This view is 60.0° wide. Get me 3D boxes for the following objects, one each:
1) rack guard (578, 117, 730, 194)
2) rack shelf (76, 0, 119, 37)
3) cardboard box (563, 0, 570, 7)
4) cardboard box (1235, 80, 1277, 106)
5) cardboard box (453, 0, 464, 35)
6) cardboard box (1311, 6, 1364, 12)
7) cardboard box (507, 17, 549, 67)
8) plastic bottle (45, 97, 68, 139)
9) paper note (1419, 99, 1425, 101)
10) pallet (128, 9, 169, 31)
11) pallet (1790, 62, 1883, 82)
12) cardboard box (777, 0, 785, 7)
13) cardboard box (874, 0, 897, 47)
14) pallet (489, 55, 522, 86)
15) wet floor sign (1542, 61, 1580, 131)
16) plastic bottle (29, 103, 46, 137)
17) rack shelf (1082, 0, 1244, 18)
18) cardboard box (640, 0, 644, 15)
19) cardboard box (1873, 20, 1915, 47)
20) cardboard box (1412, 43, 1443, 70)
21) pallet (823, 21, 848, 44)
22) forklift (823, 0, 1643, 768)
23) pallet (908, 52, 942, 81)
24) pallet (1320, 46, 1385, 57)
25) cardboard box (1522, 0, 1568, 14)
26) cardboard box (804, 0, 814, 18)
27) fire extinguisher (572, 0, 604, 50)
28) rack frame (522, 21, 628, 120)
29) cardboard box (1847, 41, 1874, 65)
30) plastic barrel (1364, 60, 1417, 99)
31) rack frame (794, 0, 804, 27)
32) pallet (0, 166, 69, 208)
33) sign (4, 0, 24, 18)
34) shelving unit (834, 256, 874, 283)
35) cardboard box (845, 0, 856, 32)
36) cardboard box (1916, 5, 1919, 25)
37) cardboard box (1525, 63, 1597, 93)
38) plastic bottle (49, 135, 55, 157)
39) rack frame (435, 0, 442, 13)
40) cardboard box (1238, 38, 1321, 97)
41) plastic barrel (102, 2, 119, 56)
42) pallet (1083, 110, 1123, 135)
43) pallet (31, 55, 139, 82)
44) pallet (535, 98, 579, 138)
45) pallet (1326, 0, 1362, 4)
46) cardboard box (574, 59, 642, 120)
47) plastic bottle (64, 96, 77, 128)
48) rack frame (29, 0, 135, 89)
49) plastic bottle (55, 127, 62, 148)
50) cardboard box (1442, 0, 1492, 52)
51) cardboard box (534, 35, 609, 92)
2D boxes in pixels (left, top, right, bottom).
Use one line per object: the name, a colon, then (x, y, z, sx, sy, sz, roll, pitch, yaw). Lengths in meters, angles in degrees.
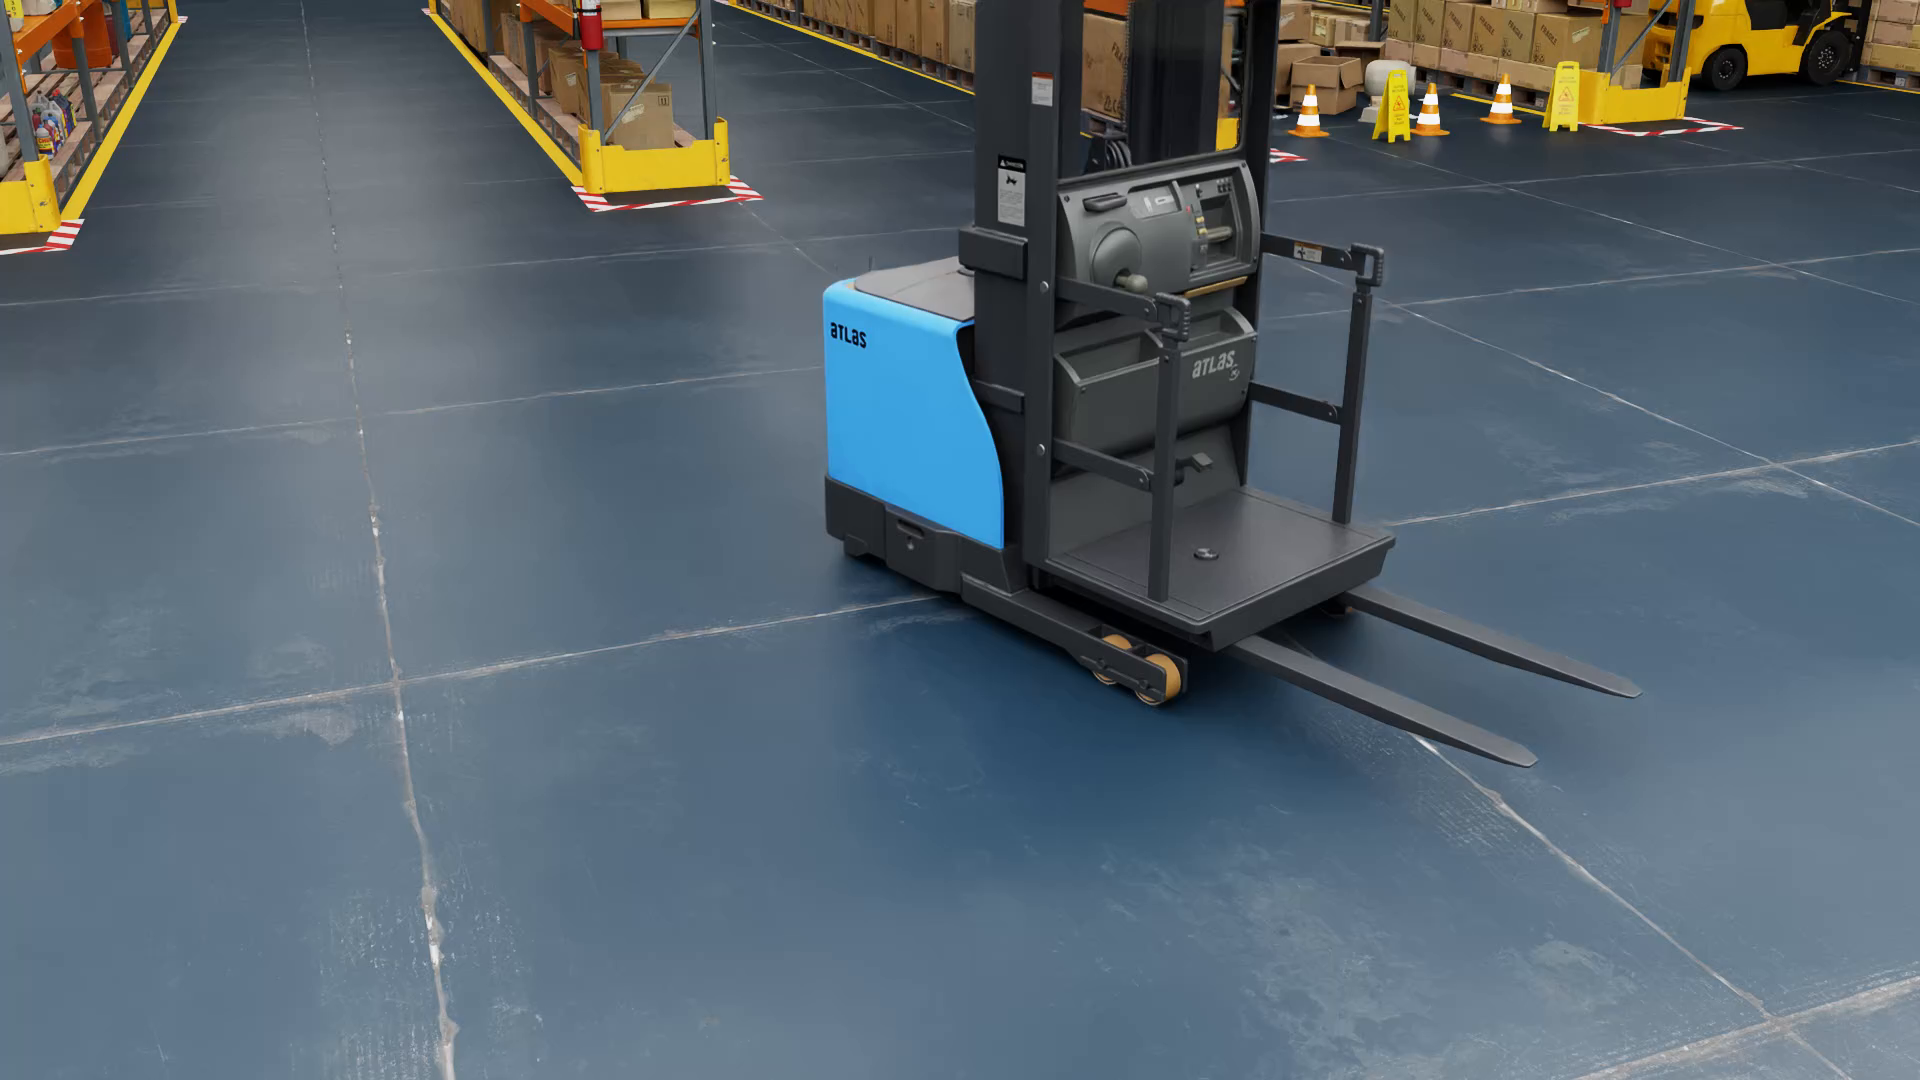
rack guard: (-2.486, -3.142, 13.562, 1.175, 0.500, 0.348, -8, 24, -19)
rack shelf: (-9.212, -5.436, 16.711, 1.077, 0.370, 4.000, -8, 24, -19)
cardboard box: (-3.210, -4.678, 14.311, 0.380, 0.149, 0.250, -8, 24, -19)
cardboard box: (3.134, -4.732, 17.636, 0.396, 0.266, 0.258, -4, 23, -10)
cardboard box: (-6.137, -7.287, 22.372, 1.225, 0.875, 0.875, -9, 25, -21)
cardboard box: (4.707, -6.766, 21.783, 0.950, 0.372, 0.625, -8, 24, -17)
cardboard box: (-4.822, -5.784, 19.263, 0.700, 0.500, 0.500, -10, 25, -23)
plastic bottle: (-7.827, -3.641, 14.371, 0.144, 0.351, 0.185, -8, 24, -19)
paper note: (5.075, -4.797, 18.091, 0.142, 0.019, 0.148, -18, 29, -37)
pallet: (-12.490, -7.811, 25.010, 1.003, 0.211, 1.213, -8, 24, -19)
pallet: (10.718, -5.739, 20.093, 1.003, 0.211, 1.213, -8, 24, -19)
cardboard box: (-2.647, -8.439, 26.041, 0.380, 0.149, 0.250, -9, 25, -21)
cardboard box: (-0.478, -6.741, 21.236, 1.050, 0.750, 0.750, -9, 24, -20)
pallet: (-5.011, -5.604, 19.775, 1.003, 0.211, 1.213, -8, 24, -19)
wet floor sign: (5.878, -4.326, 16.182, 0.267, 0.644, 0.232, 0, 23, -1)
plastic bottle: (-8.071, -3.695, 14.594, 0.152, 0.276, 0.135, -8, 24, -19)
rack shelf: (1.510, -5.306, 16.402, 1.077, 0.370, 4.000, -8, 24, -19)
cardboard box: (-2.407, -4.381, 13.605, 0.380, 0.149, 0.250, -8, 24, -19)
cardboard box: (10.823, -5.783, 18.965, 0.500, 0.250, 0.500, -9, 24, -20)
cardboard box: (5.554, -5.562, 19.085, 0.500, 0.250, 0.500, -7, 24, -16)
pallet: (-1.311, -7.259, 23.701, 1.003, 0.211, 1.213, -8, 24, -19)
forklift: (0.825, -1.031, 5.423, 1.130, 2.935, 3.031, -19, 30, -38)
pallet: (0.026, -5.793, 20.223, 1.003, 0.211, 1.213, -8, 24, -19)
pallet: (5.122, -6.078, 20.898, 1.003, 0.211, 1.213, -8, 24, -19)
cardboard box: (6.092, -5.577, 17.318, 0.380, 0.149, 0.250, -8, 24, -17)
cardboard box: (-2.010, -8.007, 24.564, 0.500, 0.500, 0.500, -7, 24, -17)
fire extinguisher: (-2.850, -4.126, 12.777, 0.296, 0.674, 0.183, -8, 24, -19)
rack frame: (-3.872, -5.720, 16.459, 1.000, 3.000, 0.127, -8, 24, -19)
cardboard box: (10.658, -5.728, 19.477, 0.500, 0.250, 0.500, -8, 24, -18)
plastic barrel: (4.666, -4.982, 18.025, 0.512, 0.421, 0.421, 8, 24, 18)
rack frame: (-2.022, -9.271, 24.884, 1.000, 3.000, 0.127, -8, 24, -19)
pallet: (-7.446, -2.619, 12.693, 1.003, 0.211, 1.213, -8, 24, -19)
sign: (-6.577, -3.789, 11.520, 0.100, 0.325, 0.005, -8, 24, -19)
shelving unit: (-0.348, -0.613, 6.854, 0.215, 1.050, 0.252, -19, 30, -38)
cardboard box: (-1.266, -7.251, 22.770, 0.500, 0.500, 0.500, -7, 24, -17)
cardboard box: (11.000, -5.821, 18.410, 0.500, 0.250, 0.500, -8, 24, -17)
cardboard box: (6.266, -4.818, 17.320, 0.500, 0.250, 0.500, -8, 24, -19)
plastic bottle: (-7.478, -3.240, 13.610, 0.097, 0.201, 0.097, 0, 23, 0)
rack frame: (-8.111, -10.080, 26.804, 1.000, 3.000, 0.127, -8, 24, -19)
cardboard box: (3.485, -5.168, 18.189, 0.797, 0.637, 0.503, -8, 24, -19)
plastic barrel: (-10.507, -6.162, 20.072, 0.600, 0.588, 0.708, -8, 24, -19)
pallet: (1.861, -3.905, 15.744, 1.003, 0.211, 1.213, -8, 24, -19)
pallet: (-10.236, -5.490, 19.503, 1.003, 0.211, 1.213, -8, 24, -19)
pallet: (-3.602, -4.196, 16.434, 1.003, 0.211, 1.213, -8, 24, -19)
pallet: (6.973, -9.634, 29.335, 1.003, 0.211, 1.213, -8, 24, -19)
cardboard box: (-3.266, -4.189, 15.505, 0.500, 0.500, 0.500, -11, 25, -24)
plastic bottle: (-8.027, -3.862, 14.982, 0.061, 0.283, 0.133, -7, 24, -16)
rack frame: (-9.919, -6.494, 18.295, 1.000, 3.000, 0.127, -8, 24, -19)
plastic bottle: (-7.633, -3.399, 13.988, 0.097, 0.201, 0.097, 0, 23, 0)
cardboard box: (5.736, -5.719, 18.491, 0.500, 0.500, 0.500, -7, 24, -16)
cardboard box: (-4.069, -4.997, 17.396, 0.700, 0.500, 0.500, -10, 25, -23)
